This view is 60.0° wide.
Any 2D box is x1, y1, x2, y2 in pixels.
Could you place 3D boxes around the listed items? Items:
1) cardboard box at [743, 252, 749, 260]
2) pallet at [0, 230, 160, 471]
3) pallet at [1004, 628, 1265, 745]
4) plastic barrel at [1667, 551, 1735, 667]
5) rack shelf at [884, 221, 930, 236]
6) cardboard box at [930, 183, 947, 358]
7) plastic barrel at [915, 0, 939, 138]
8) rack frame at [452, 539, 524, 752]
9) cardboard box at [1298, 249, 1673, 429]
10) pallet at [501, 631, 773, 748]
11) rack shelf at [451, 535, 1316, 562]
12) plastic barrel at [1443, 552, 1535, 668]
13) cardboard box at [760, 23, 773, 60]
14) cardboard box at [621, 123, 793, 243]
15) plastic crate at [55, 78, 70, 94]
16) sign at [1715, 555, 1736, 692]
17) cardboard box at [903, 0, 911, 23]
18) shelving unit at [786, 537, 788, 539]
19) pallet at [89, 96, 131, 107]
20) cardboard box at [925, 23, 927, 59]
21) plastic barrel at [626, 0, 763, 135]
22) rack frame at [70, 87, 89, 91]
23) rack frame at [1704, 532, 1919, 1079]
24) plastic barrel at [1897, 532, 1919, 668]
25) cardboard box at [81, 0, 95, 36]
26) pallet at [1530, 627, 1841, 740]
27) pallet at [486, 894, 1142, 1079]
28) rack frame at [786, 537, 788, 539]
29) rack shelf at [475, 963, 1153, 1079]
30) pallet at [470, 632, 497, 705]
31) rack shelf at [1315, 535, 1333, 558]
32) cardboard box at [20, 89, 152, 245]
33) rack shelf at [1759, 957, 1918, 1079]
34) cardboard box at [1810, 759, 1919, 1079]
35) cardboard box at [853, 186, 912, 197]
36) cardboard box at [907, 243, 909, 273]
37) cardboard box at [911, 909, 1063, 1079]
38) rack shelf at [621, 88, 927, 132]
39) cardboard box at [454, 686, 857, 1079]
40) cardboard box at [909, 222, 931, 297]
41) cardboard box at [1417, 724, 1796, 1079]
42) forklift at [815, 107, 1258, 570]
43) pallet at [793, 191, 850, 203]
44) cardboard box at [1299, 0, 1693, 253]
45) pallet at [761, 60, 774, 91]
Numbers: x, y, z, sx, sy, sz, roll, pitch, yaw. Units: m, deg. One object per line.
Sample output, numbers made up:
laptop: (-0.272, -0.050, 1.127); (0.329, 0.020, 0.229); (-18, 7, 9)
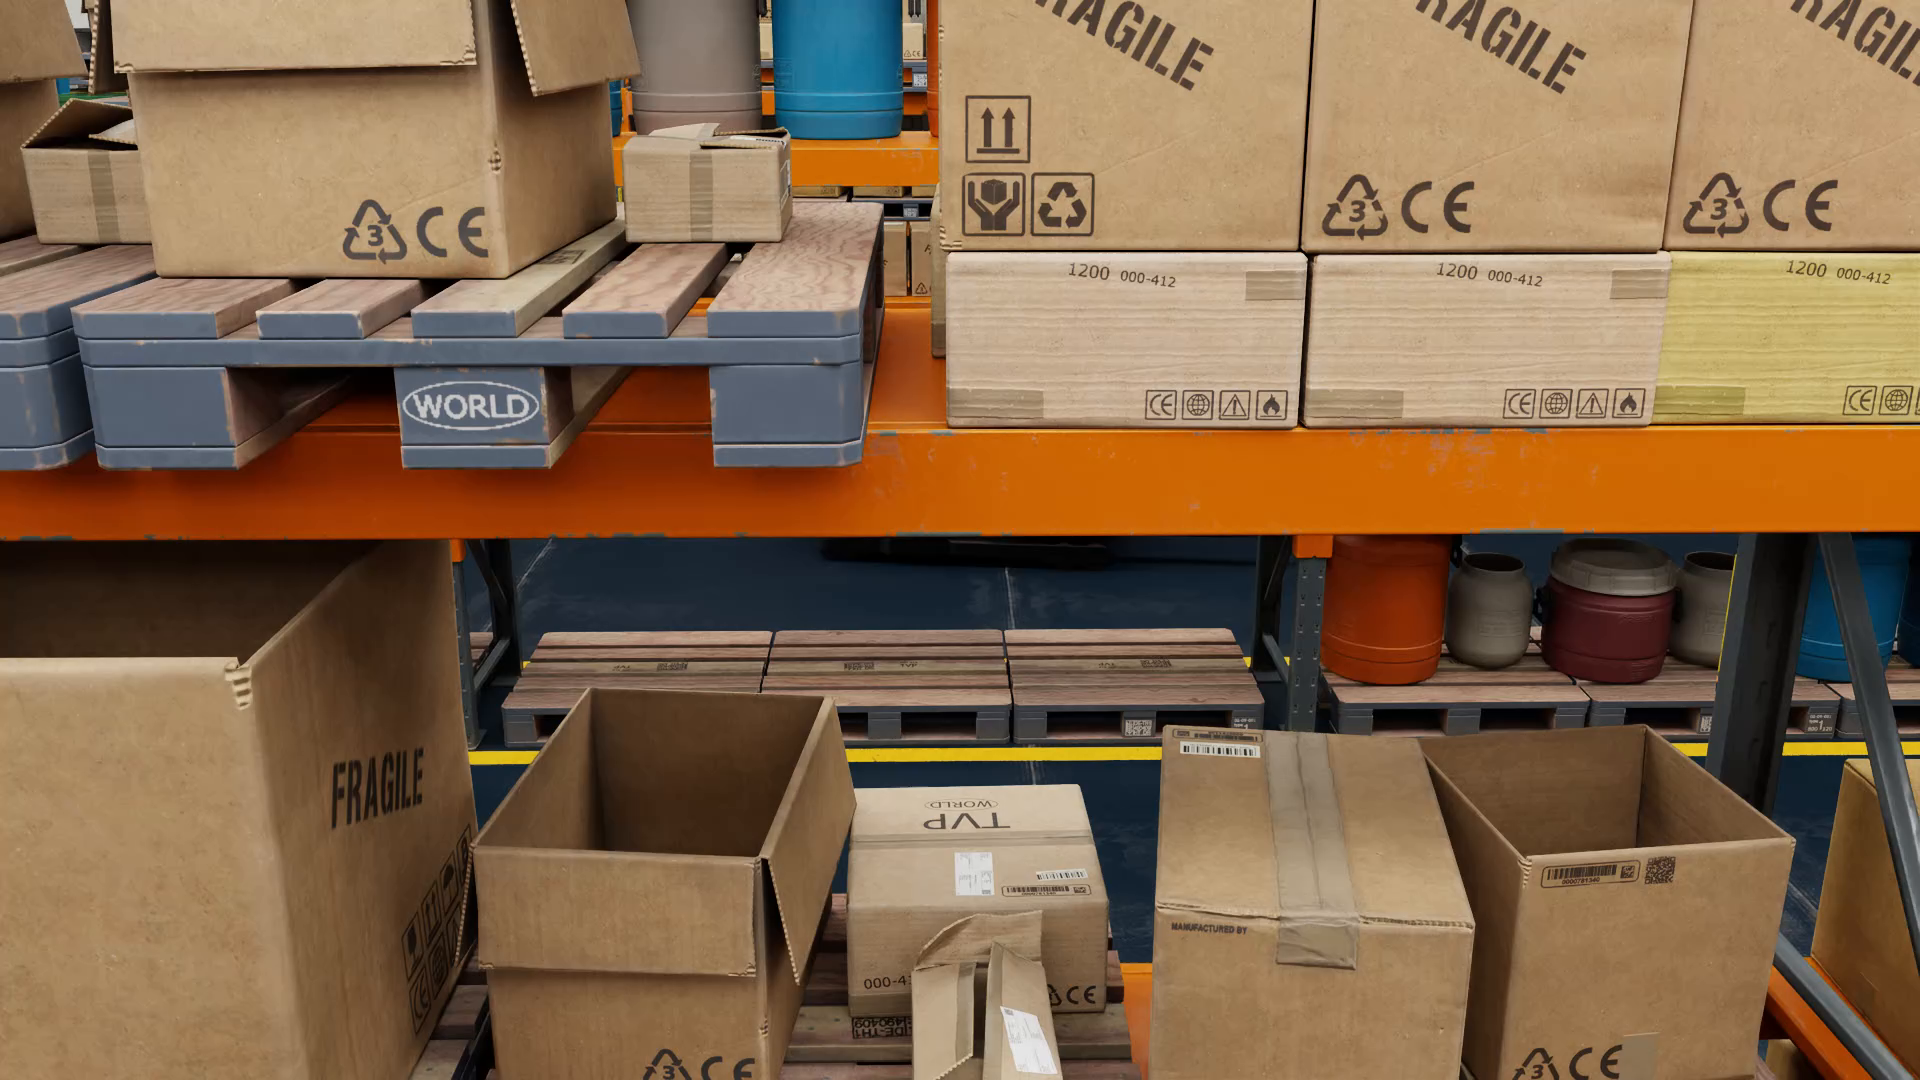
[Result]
cardboard box: (-1.573, -2.083, 12.849); (0.258, 0.266, 0.396); (-1, 18, -2)
pallet: (-1.677, -0.370, 2.687); (1.003, 0.211, 1.213); (0, 18, -1)
pallet: (0.850, 0.727, 8.436); (1.213, 0.211, 1.003); (0, 18, -1)
plastic barrel: (3.806, 0.349, 8.435); (0.421, 0.512, 0.421); (0, 18, 0)
rack shelf: (-0.531, -3.266, 17.497); (4.000, 0.370, 1.077); (0, 18, -1)
cardboard box: (0.202, -0.505, 3.045); (0.500, 0.250, 0.500); (0, 18, 0)
plastic barrel: (0.146, -2.285, 7.646); (0.708, 0.830, 0.600); (0, 18, -1)
rack frame: (-2.375, -0.574, 7.925); (0.127, 3.000, 1.000); (0, 18, -1)
cardboard box: (0.736, -0.353, 2.573); (0.500, 0.250, 0.500); (0, 18, -1)
pallet: (-1.590, 0.739, 8.399); (1.213, 0.211, 1.003); (0, 18, -1)
rack shelf: (-0.375, -0.241, 8.065); (4.000, 0.370, 1.077); (0, 18, -1)
plastic barrel: (2.677, 0.354, 8.418); (0.421, 0.512, 0.421); (0, 18, 0)
cardboard box: (-1.284, -3.647, 12.152); (0.500, 0.250, 0.500); (-2, 18, -6)
cardboard box: (-0.423, -0.617, 2.846); (0.250, 0.166, 0.380); (-1, 18, -2)
plastic crate: (-4.472, -2.076, 7.724); (0.575, 0.384, 0.392); (0, 18, -1)
sign: (1.691, 0.199, 3.621); (0.005, 0.325, 0.100); (0, 18, -1)
cardboard box: (-0.750, -5.259, 16.770); (0.500, 0.500, 0.500); (-1, 18, -3)
shelving unit: (-1.065, -0.543, 10.991); (0.252, 1.050, 0.215); (-3, 17, 6)
pallet: (-3.094, -1.879, 7.392); (1.003, 0.211, 1.213); (0, 18, -1)
cardboard box: (0.002, -3.636, 12.118); (0.500, 0.250, 0.500); (-1, 18, -2)
plastic barrel: (-1.216, -2.312, 7.614); (0.600, 0.901, 0.600); (0, 18, 0)
rack frame: (-6.449, -2.067, 12.581); (0.127, 3.000, 1.000); (0, 18, -1)
rack frame: (1.703, 0.920, 3.269); (0.127, 3.000, 1.000); (0, 18, -1)
plastic barrel: (5.080, 0.185, 8.309); (0.708, 0.901, 0.600); (0, 18, -1)
cardboard box: (-5.874, -3.813, 12.026); (0.637, 0.503, 0.797); (1, 18, 3)
pallet: (3.629, 0.713, 8.478); (1.213, 0.211, 1.003); (0, 18, -1)
pallet: (-0.276, 1.033, 3.230); (1.213, 0.211, 1.003); (0, 18, -1)
rack frame: (-1.186, -0.536, 11.005); (0.008, 1.050, 0.200); (-3, 17, 6)
rack shelf: (-0.297, 1.272, 3.349); (4.000, 0.370, 1.077); (0, 18, -1)
pallet: (-3.047, 0.745, 8.380); (1.213, 0.211, 1.003); (0, 18, -1)
rack shelf: (3.625, -0.260, 8.125); (4.000, 0.370, 1.077); (0, 18, -1)
cardboard box: (-1.358, -0.660, 2.817); (0.258, 0.266, 0.396); (0, 18, 1)
rack shelf: (3.703, 1.253, 3.409); (4.000, 0.370, 1.077); (0, 18, -1)
cardboard box: (2.193, 0.794, 3.497); (0.500, 0.500, 0.500); (0, 18, 1)
cardboard box: (-0.805, -3.862, 17.291); (0.500, 0.500, 0.700); (2, 18, 7)
cardboard box: (-0.336, -2.988, 17.596); (0.500, 0.250, 0.500); (0, 18, -1)
cardboard box: (0.040, 0.874, 2.943); (0.258, 0.266, 0.396); (-1, 18, -2)
rack shelf: (-0.449, -3.182, 12.323); (4.000, 0.370, 1.077); (0, 18, -1)
cardboard box: (-0.565, 0.653, 3.243); (0.637, 0.503, 0.797); (2, 18, 5)
cardboard box: (-0.127, -2.140, 12.645); (0.500, 0.500, 0.500); (-1, 18, -4)
cardboard box: (1.164, 0.687, 3.144); (0.500, 0.500, 0.500); (-2, 18, -8)
forklift: (0.620, -1.378, 10.544); (3.031, 2.935, 1.130); (2, 18, 5)
pallet: (-1.764, -3.467, 17.259); (1.213, 0.211, 1.003); (0, 18, -1)
cardboard box: (0.718, -0.710, 2.456); (0.500, 0.500, 0.500); (0, 18, -1)
pallet: (-1.567, -3.432, 12.238); (1.217, 0.209, 0.805); (-1, 18, -3)
